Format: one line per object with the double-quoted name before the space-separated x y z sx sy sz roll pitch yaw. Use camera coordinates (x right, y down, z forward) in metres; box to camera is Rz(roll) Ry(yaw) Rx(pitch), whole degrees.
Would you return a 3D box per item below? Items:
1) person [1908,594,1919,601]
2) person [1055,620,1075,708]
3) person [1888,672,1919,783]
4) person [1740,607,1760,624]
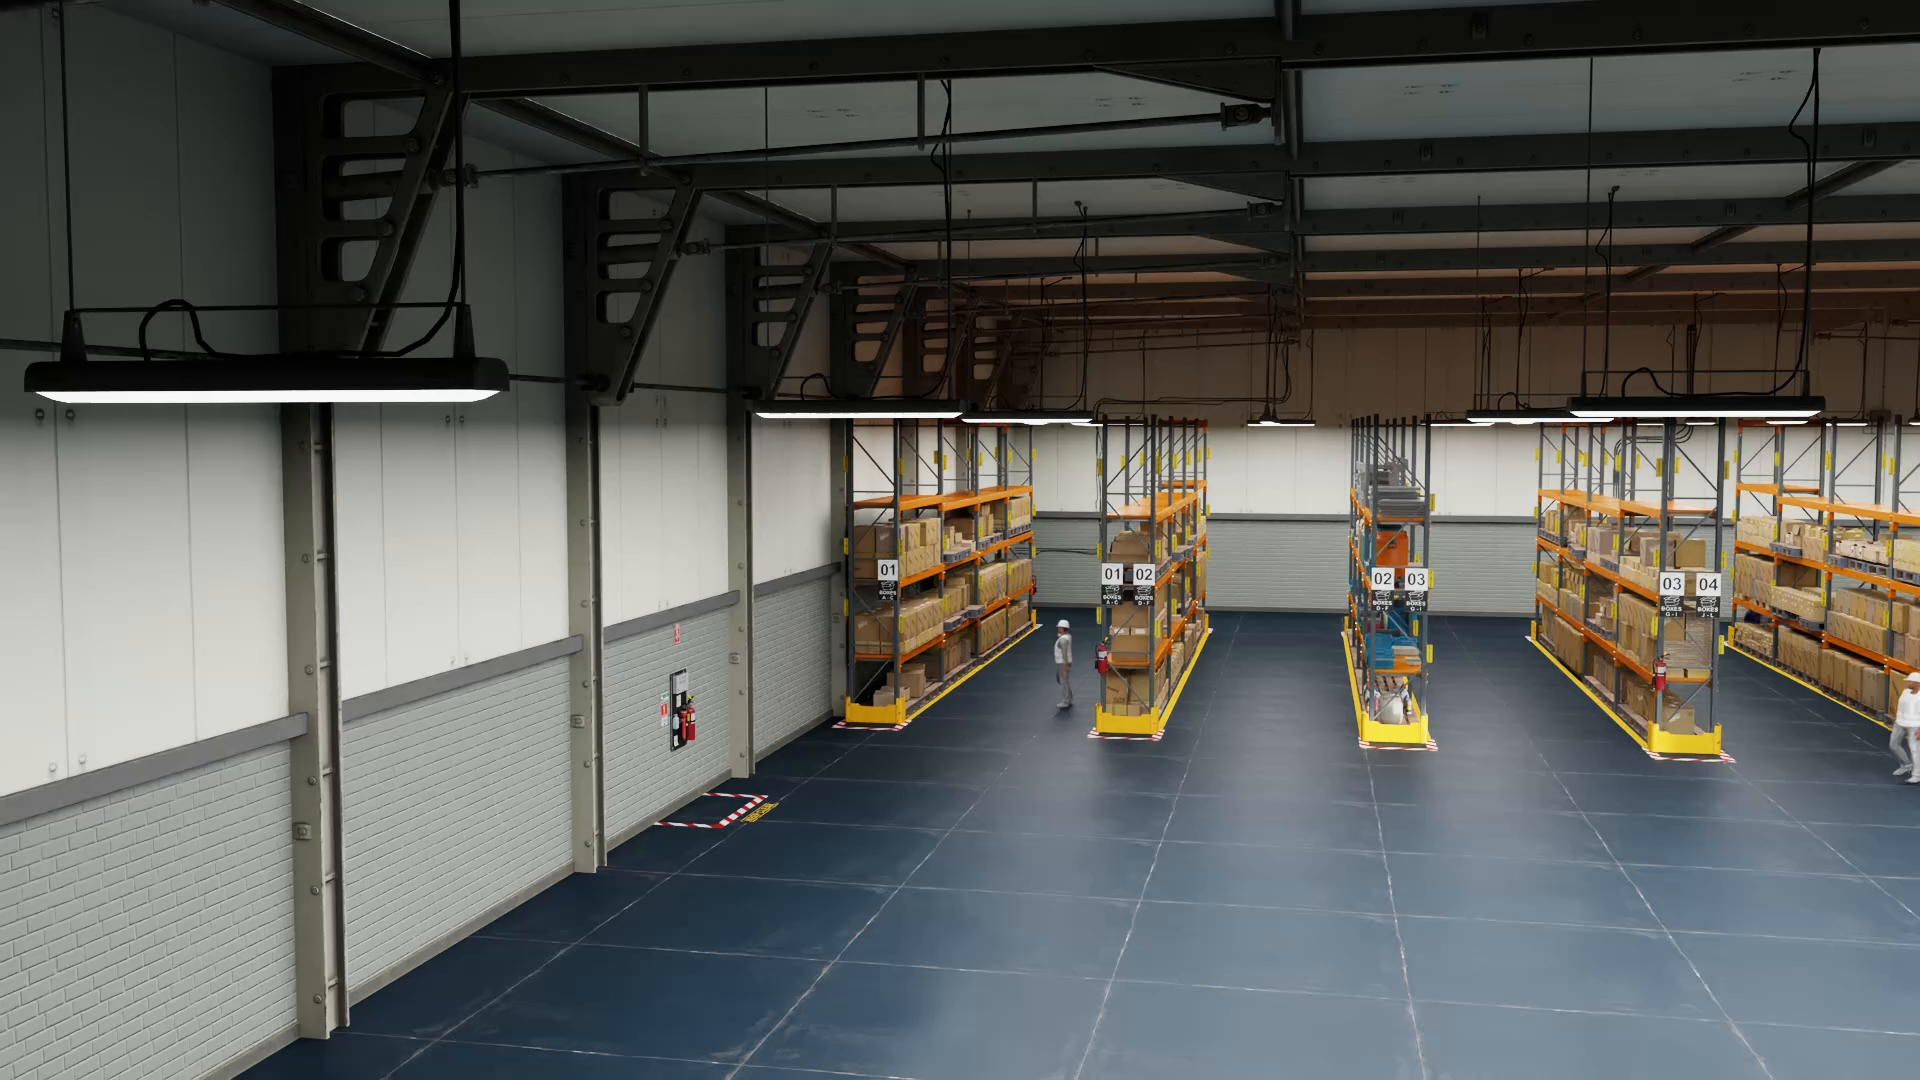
"person" 24.030 2.104 41.960 0.418 1.669 0.465 2 4 32
"person" 2.154 2.542 34.308 0.390 1.790 0.590 1 4 12
"person" 15.466 3.027 27.083 0.492 1.764 0.663 -2 4 -22
"person" 21.450 1.906 45.113 0.954 1.594 0.622 2 4 29
